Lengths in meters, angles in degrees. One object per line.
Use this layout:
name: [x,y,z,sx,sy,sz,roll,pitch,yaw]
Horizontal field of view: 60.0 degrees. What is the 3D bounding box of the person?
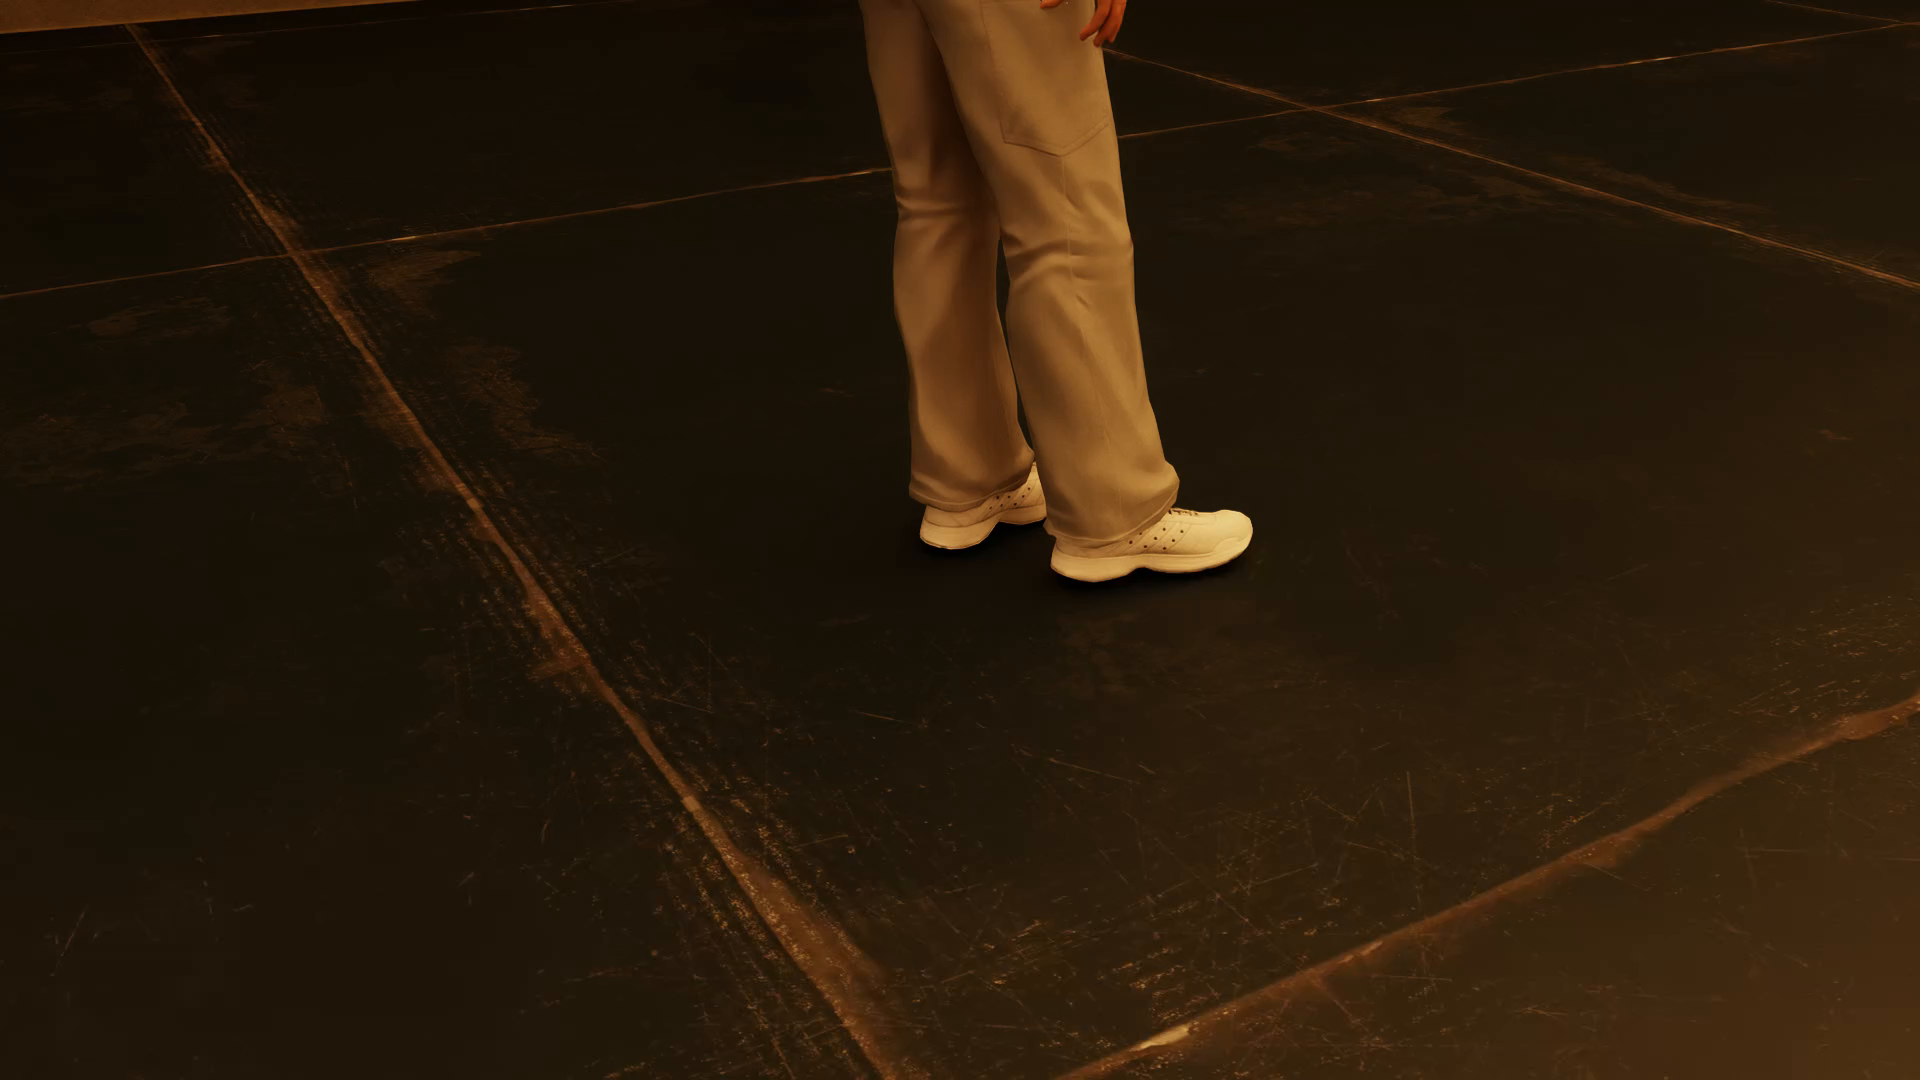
person: [0.070,-0.765,2.140,0.549,1.675,0.549,-15,30,-26]
